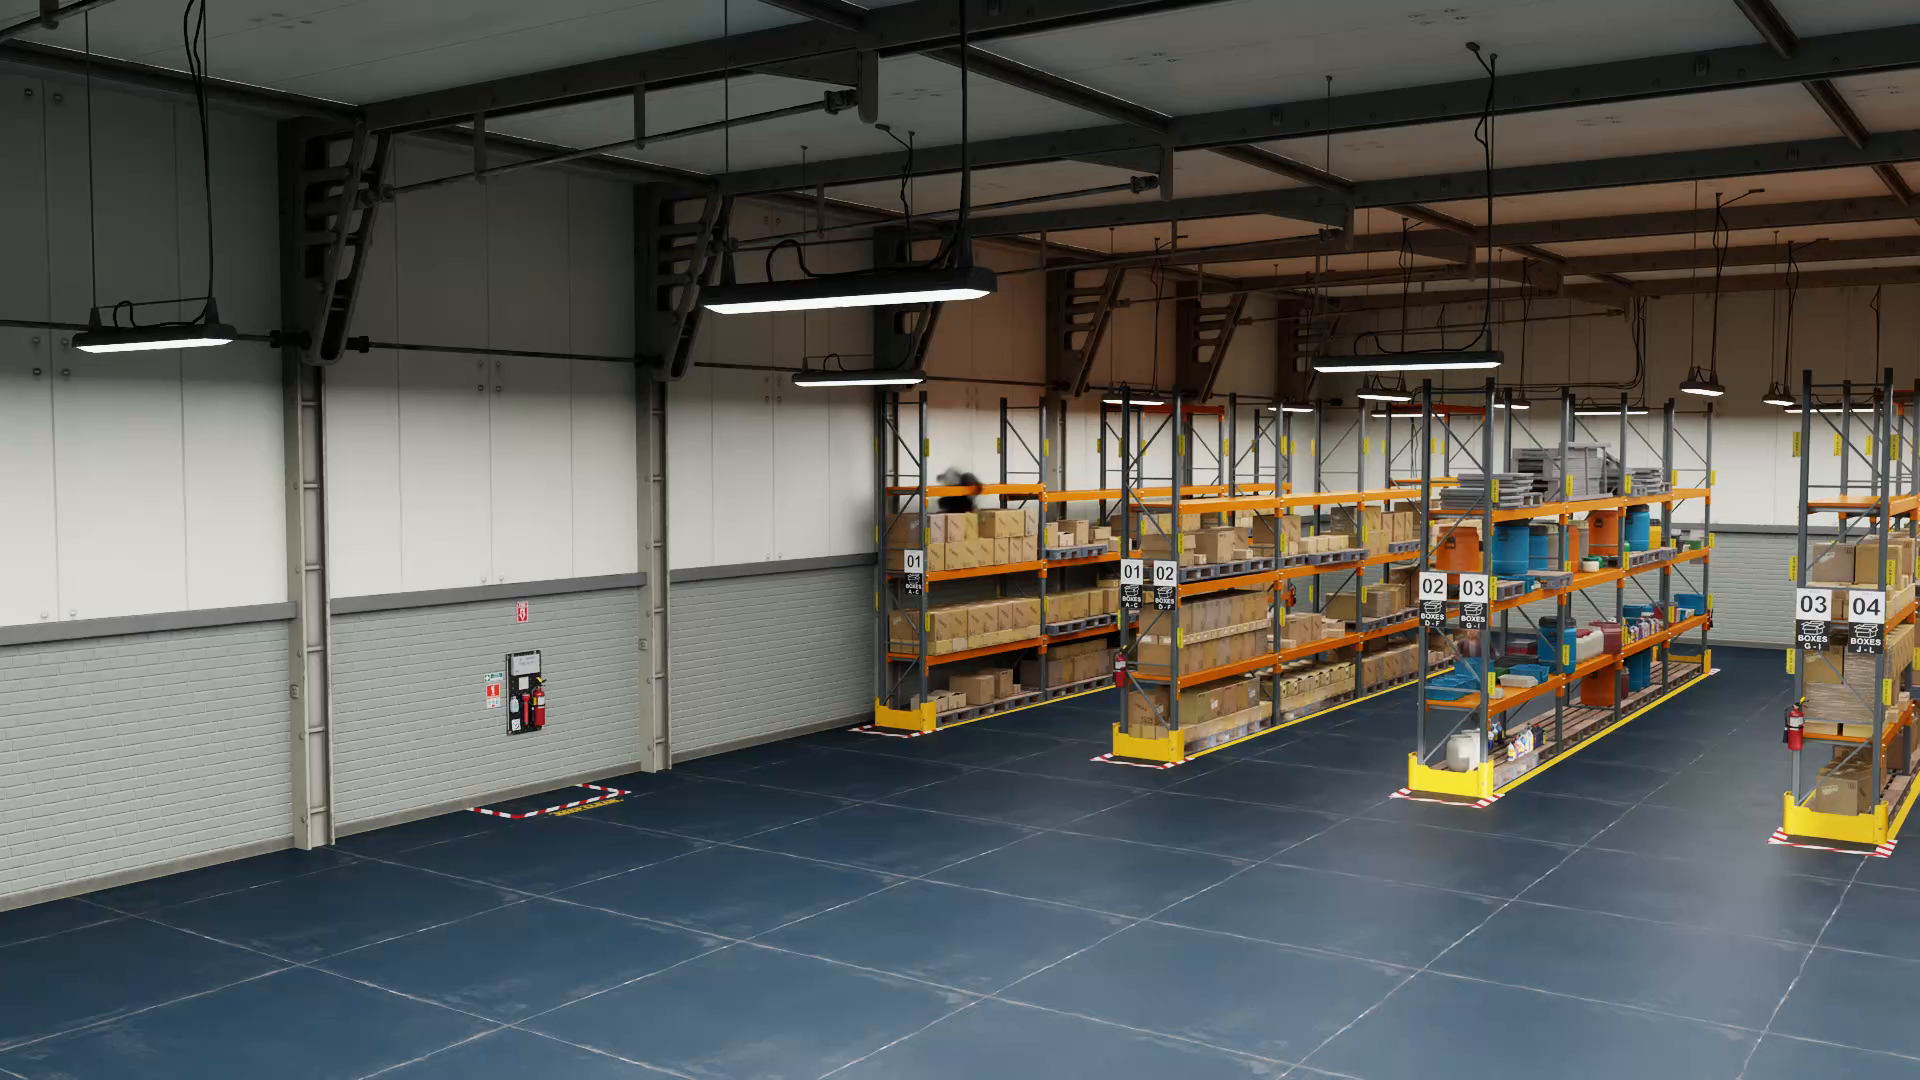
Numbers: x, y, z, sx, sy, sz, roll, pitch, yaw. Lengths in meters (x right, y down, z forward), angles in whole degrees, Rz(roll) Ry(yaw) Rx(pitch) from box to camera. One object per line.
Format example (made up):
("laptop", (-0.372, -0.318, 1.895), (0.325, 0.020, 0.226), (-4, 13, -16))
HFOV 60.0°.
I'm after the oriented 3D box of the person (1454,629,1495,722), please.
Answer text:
("person", (9.379, 2.434, 30.403), (0.672, 1.771, 0.837), (2, 4, 27))
